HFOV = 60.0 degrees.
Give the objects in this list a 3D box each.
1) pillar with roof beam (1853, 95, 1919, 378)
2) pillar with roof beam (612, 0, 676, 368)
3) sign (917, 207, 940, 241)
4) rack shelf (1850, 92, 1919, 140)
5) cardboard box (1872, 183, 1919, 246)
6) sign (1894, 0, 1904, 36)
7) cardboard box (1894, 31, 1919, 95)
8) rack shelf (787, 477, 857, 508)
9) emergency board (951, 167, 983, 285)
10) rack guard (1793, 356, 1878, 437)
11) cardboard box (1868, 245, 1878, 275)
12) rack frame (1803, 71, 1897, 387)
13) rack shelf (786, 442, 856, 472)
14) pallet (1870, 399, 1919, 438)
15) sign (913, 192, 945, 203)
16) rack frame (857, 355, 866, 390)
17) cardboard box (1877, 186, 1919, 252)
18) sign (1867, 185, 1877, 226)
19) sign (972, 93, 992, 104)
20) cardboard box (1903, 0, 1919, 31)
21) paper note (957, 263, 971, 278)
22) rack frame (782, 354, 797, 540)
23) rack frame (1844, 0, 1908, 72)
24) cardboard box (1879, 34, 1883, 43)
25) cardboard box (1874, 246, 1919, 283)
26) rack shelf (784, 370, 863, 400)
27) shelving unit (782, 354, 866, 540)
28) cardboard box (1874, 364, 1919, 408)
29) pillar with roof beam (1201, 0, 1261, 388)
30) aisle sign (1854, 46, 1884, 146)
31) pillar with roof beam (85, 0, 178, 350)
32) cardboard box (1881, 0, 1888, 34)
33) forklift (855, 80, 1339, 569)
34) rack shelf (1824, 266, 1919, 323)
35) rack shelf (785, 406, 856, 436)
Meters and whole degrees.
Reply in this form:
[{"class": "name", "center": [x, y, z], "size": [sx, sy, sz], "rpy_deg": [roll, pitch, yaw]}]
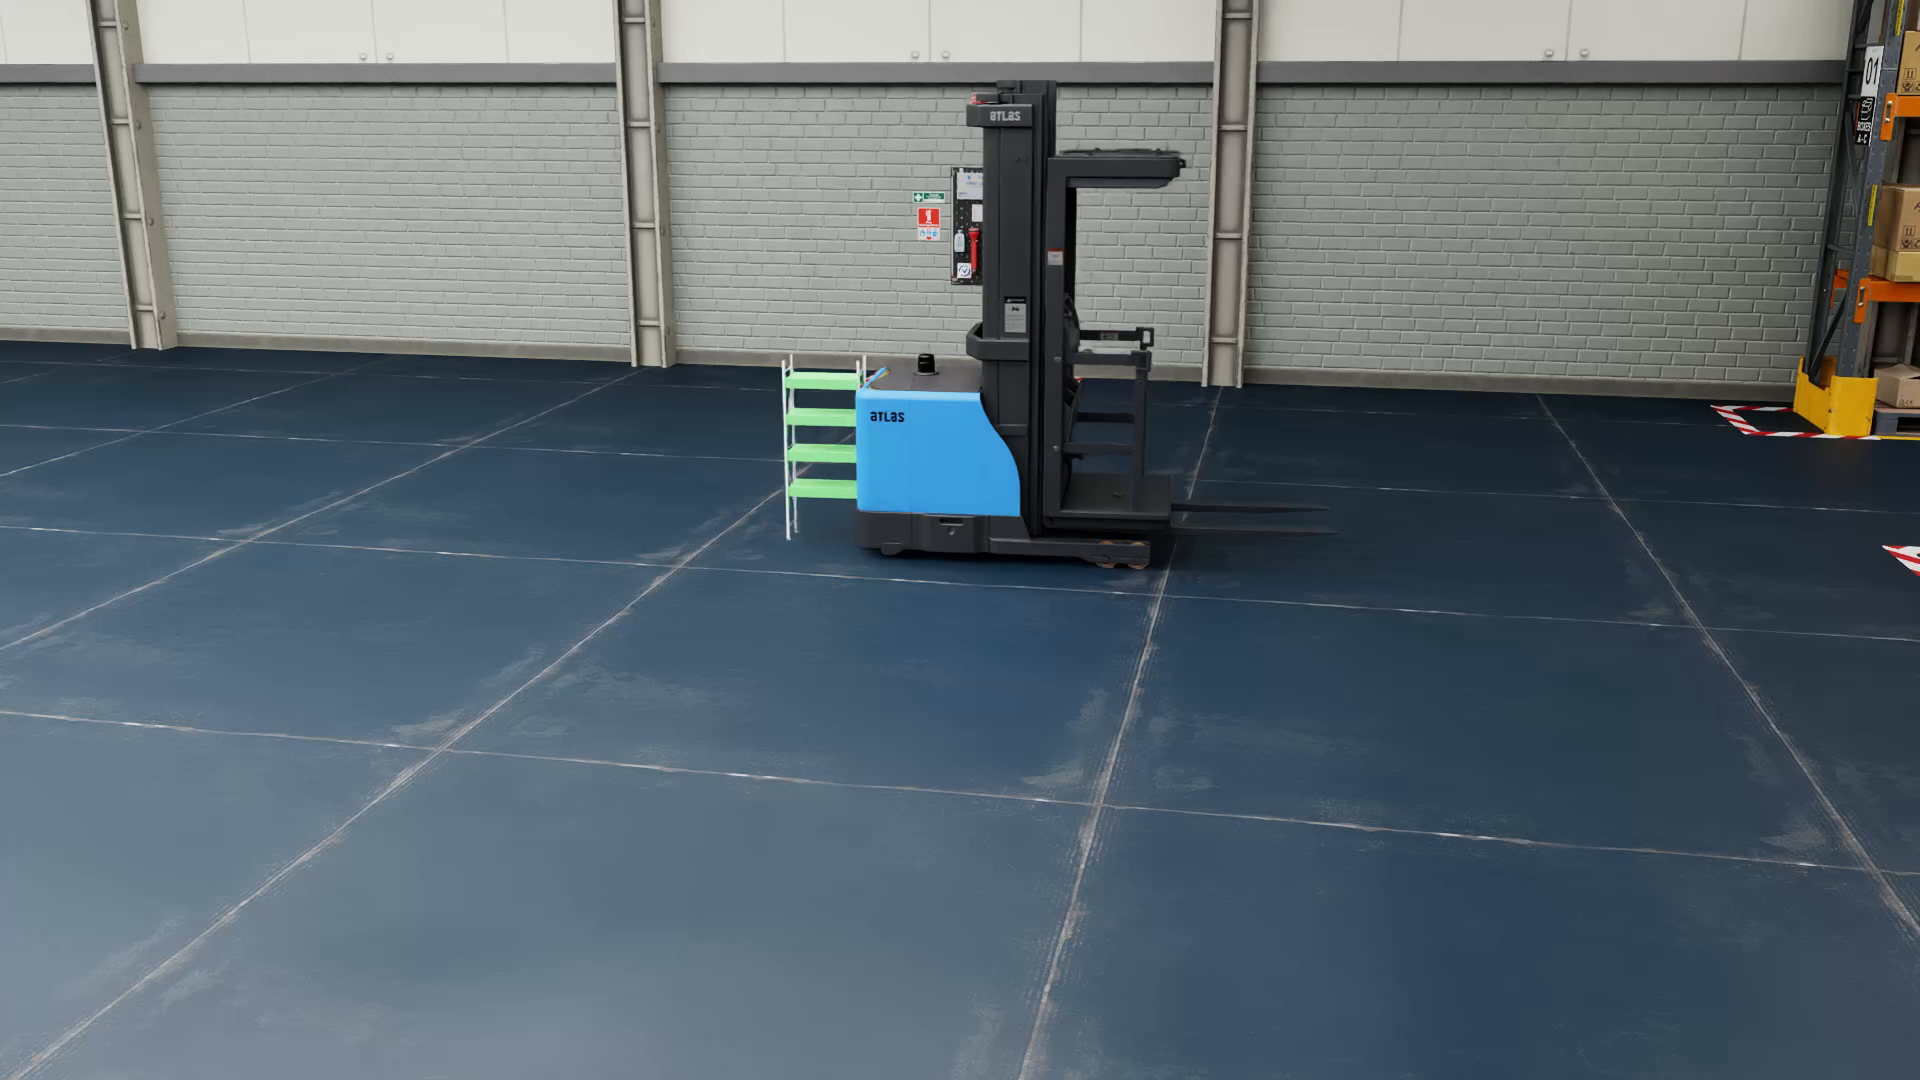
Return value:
[{"class": "pillar with roof beam", "center": [7.640, -4.443, 10.176], "size": [0.400, 9.000, 9.100], "rpy_deg": [3, 16, 11]}, {"class": "pillar with roof beam", "center": [-4.119, -5.082, 12.481], "size": [0.400, 9.000, 9.100], "rpy_deg": [3, 16, 11]}, {"class": "sign", "center": [-0.317, -3.213, 16.904], "size": [0.234, 0.329, 0.001], "rpy_deg": [3, 16, 11]}, {"class": "rack shelf", "center": [9.600, -3.482, 13.672], "size": [4.000, 0.370, 1.077], "rpy_deg": [3, 16, 11]}, {"class": "cardboard box", "center": [8.144, -2.819, 14.387], "size": [0.500, 0.500, 0.500], "rpy_deg": [3, 16, 10]}, {"class": "sign", "center": [7.532, -4.214, 13.330], "size": [0.005, 0.325, 0.100], "rpy_deg": [3, 16, 11]}, {"class": "cardboard box", "center": [7.918, -3.910, 13.643], "size": [0.500, 0.500, 0.500], "rpy_deg": [4, 16, 13]}, {"class": "rack shelf", "center": [-0.879, -0.309, 10.999], "size": [0.480, 0.148, 0.258], "rpy_deg": [2, 16, 7]}, {"class": "emergency board", "center": [0.204, -3.139, 16.705], "size": [0.643, 1.169, 0.194], "rpy_deg": [3, 16, 11]}, {"class": "rack guard", "center": [7.714, -1.281, 14.679], "size": [0.348, 0.500, 1.175], "rpy_deg": [3, 16, 11]}, {"class": "cardboard box", "center": [8.136, -2.453, 14.471], "size": [0.500, 0.250, 0.500], "rpy_deg": [3, 16, 12]}, {"class": "rack frame", "center": [7.640, -2.489, 14.360], "size": [0.127, 3.000, 1.000], "rpy_deg": [3, 16, 11]}, {"class": "rack shelf", "center": [-0.879, -0.540, 10.935], "size": [0.480, 0.148, 0.258], "rpy_deg": [2, 16, 7]}, {"class": "pallet", "center": [8.503, -1.089, 14.528], "size": [1.213, 0.211, 1.003], "rpy_deg": [3, 16, 11]}, {"class": "sign", "center": [-0.314, -3.465, 16.824], "size": [0.331, 0.109, 0.001], "rpy_deg": [3, 16, 11]}, {"class": "rack frame", "center": [-0.637, -0.594, 10.888], "size": [0.015, 1.200, 0.240], "rpy_deg": [2, 16, 7]}, {"class": "cardboard box", "center": [8.048, -2.684, 13.902], "size": [0.500, 0.500, 0.500], "rpy_deg": [3, 16, 11]}, {"class": "sign", "center": [7.532, -2.765, 13.732], "size": [0.005, 0.325, 0.100], "rpy_deg": [3, 16, 11]}, {"class": "sign", "center": [0.216, -4.283, 16.492], "size": [0.199, 0.298, 0.001], "rpy_deg": [3, 16, 11]}, {"class": "cardboard box", "center": [7.969, -4.391, 13.507], "size": [0.500, 0.500, 0.500], "rpy_deg": [2, 16, 7]}, {"class": "paper note", "center": [0.045, -2.742, 16.922], "size": [0.142, 0.148, 0.016], "rpy_deg": [3, 16, 11]}, {"class": "rack frame", "center": [-1.121, -0.610, 10.948], "size": [0.015, 1.200, 0.240], "rpy_deg": [2, 16, 7]}, {"class": "rack frame", "center": [7.640, -5.381, 13.559], "size": [0.127, 3.000, 1.000], "rpy_deg": [3, 16, 11]}, {"class": "cardboard box", "center": [8.099, -4.037, 14.103], "size": [0.500, 0.500, 0.500], "rpy_deg": [4, 16, 15]}, {"class": "cardboard box", "center": [8.055, -2.318, 13.984], "size": [0.500, 0.250, 0.500], "rpy_deg": [3, 16, 9]}, {"class": "rack shelf", "center": [-0.879, -1.003, 10.807], "size": [0.480, 0.148, 0.258], "rpy_deg": [2, 16, 7]}, {"class": "shelving unit", "center": [-0.879, -0.602, 10.918], "size": [0.503, 1.200, 0.258], "rpy_deg": [2, 16, 7]}, {"class": "cardboard box", "center": [8.300, -1.345, 14.442], "size": [0.500, 0.311, 0.500], "rpy_deg": [1, 16, 5]}, {"class": "pillar with roof beam", "center": [1.760, -4.763, 11.328], "size": [0.400, 9.000, 9.100], "rpy_deg": [3, 16, 11]}, {"class": "aisle sign", "center": [7.509, -3.668, 13.743], "size": [0.004, 0.787, 0.394], "rpy_deg": [3, 16, 11]}, {"class": "pillar with roof beam", "center": [-9.999, -5.401, 13.633], "size": [0.400, 9.000, 9.100], "rpy_deg": [3, 16, 11]}, {"class": "cardboard box", "center": [8.114, -4.520, 13.974], "size": [0.500, 0.500, 0.500], "rpy_deg": [4, 16, 14]}, {"class": "forklift", "center": [0.890, -1.382, 10.489], "size": [3.031, 2.935, 1.130], "rpy_deg": [2, 16, 7]}, {"class": "rack shelf", "center": [9.600, -2.036, 14.072], "size": [4.000, 0.370, 1.077], "rpy_deg": [3, 16, 11]}, {"class": "rack shelf", "center": [-0.879, -0.772, 10.871], "size": [0.480, 0.148, 0.258], "rpy_deg": [2, 16, 7]}]
